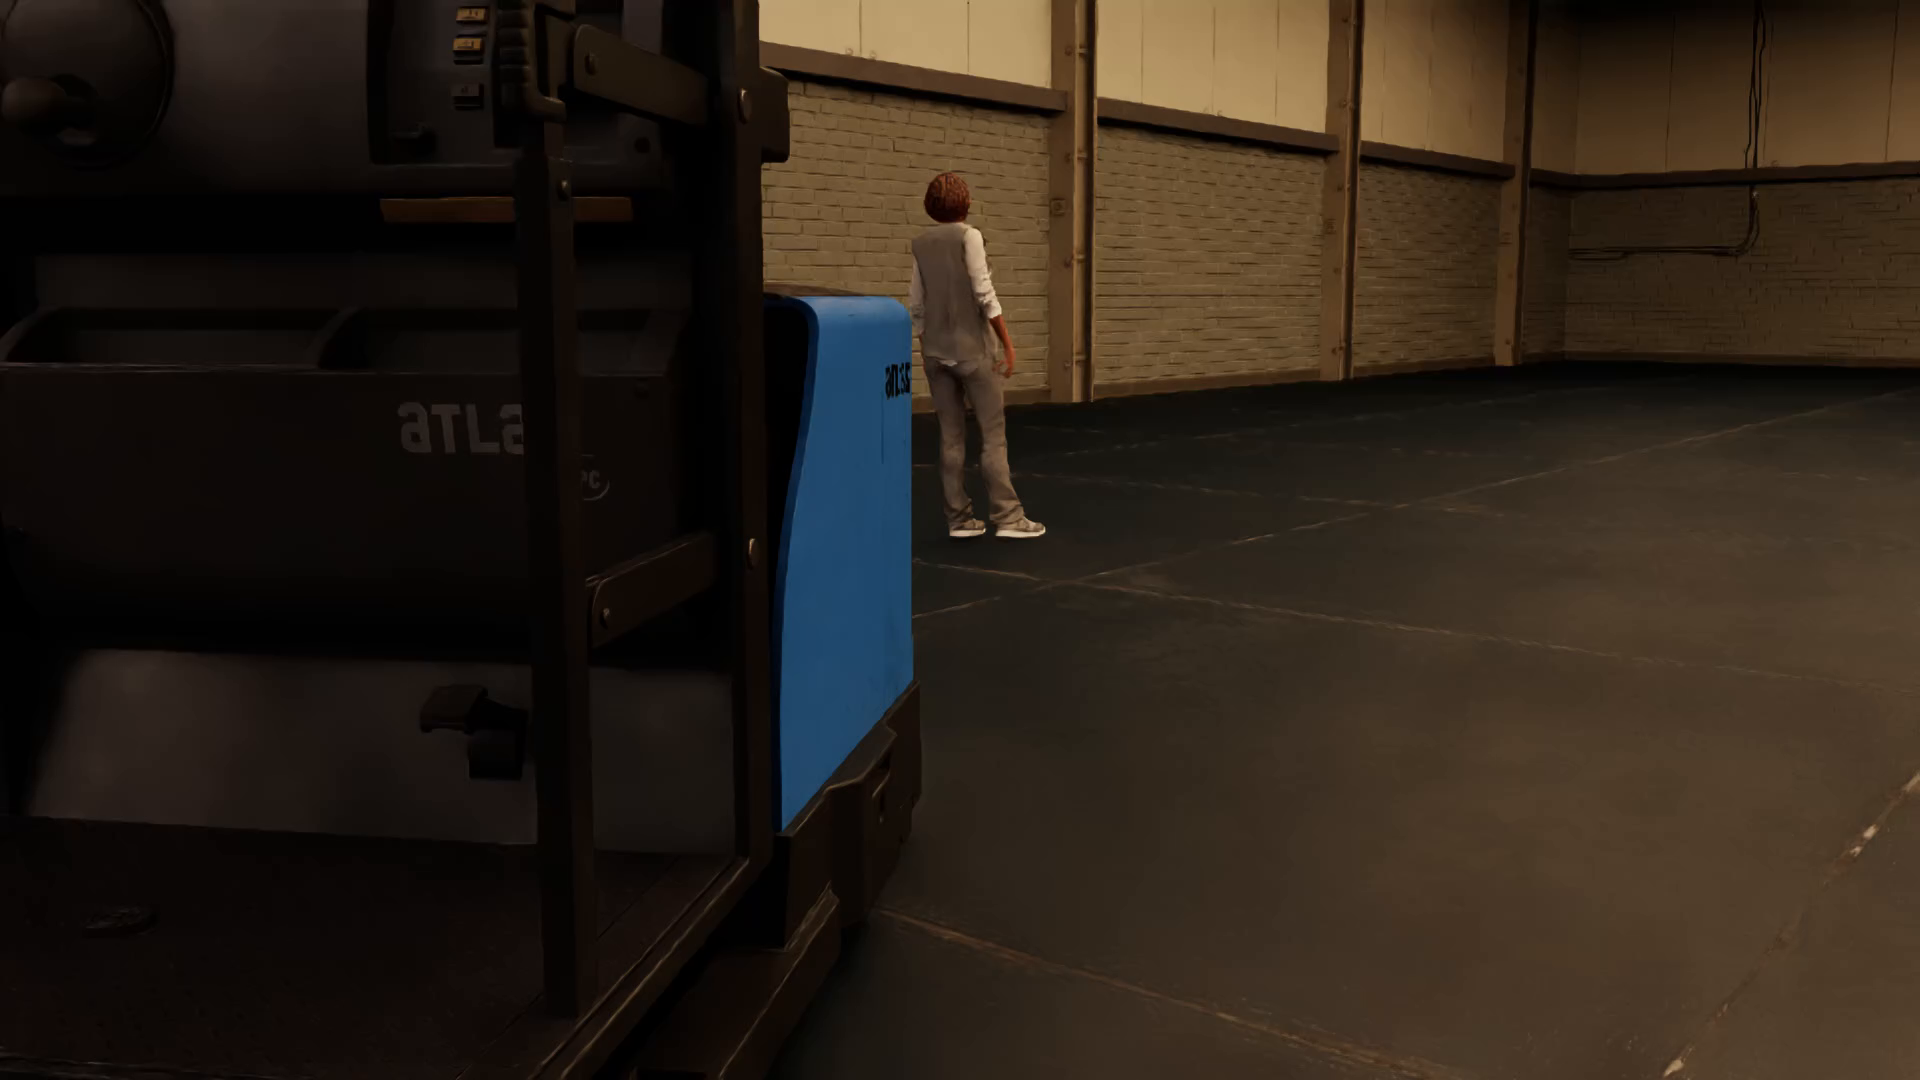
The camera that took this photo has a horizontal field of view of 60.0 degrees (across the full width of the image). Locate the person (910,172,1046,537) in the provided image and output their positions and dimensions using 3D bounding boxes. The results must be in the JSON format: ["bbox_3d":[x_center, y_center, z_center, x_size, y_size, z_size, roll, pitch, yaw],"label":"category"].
[{"bbox_3d":[0.057,-0.804,7.337,0.521,1.597,0.474,7,11,38],"label":"person"}]

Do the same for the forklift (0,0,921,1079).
[{"bbox_3d":[-0.836,-0.670,1.863,1.130,2.935,3.031,1,8,10],"label":"forklift"}]
